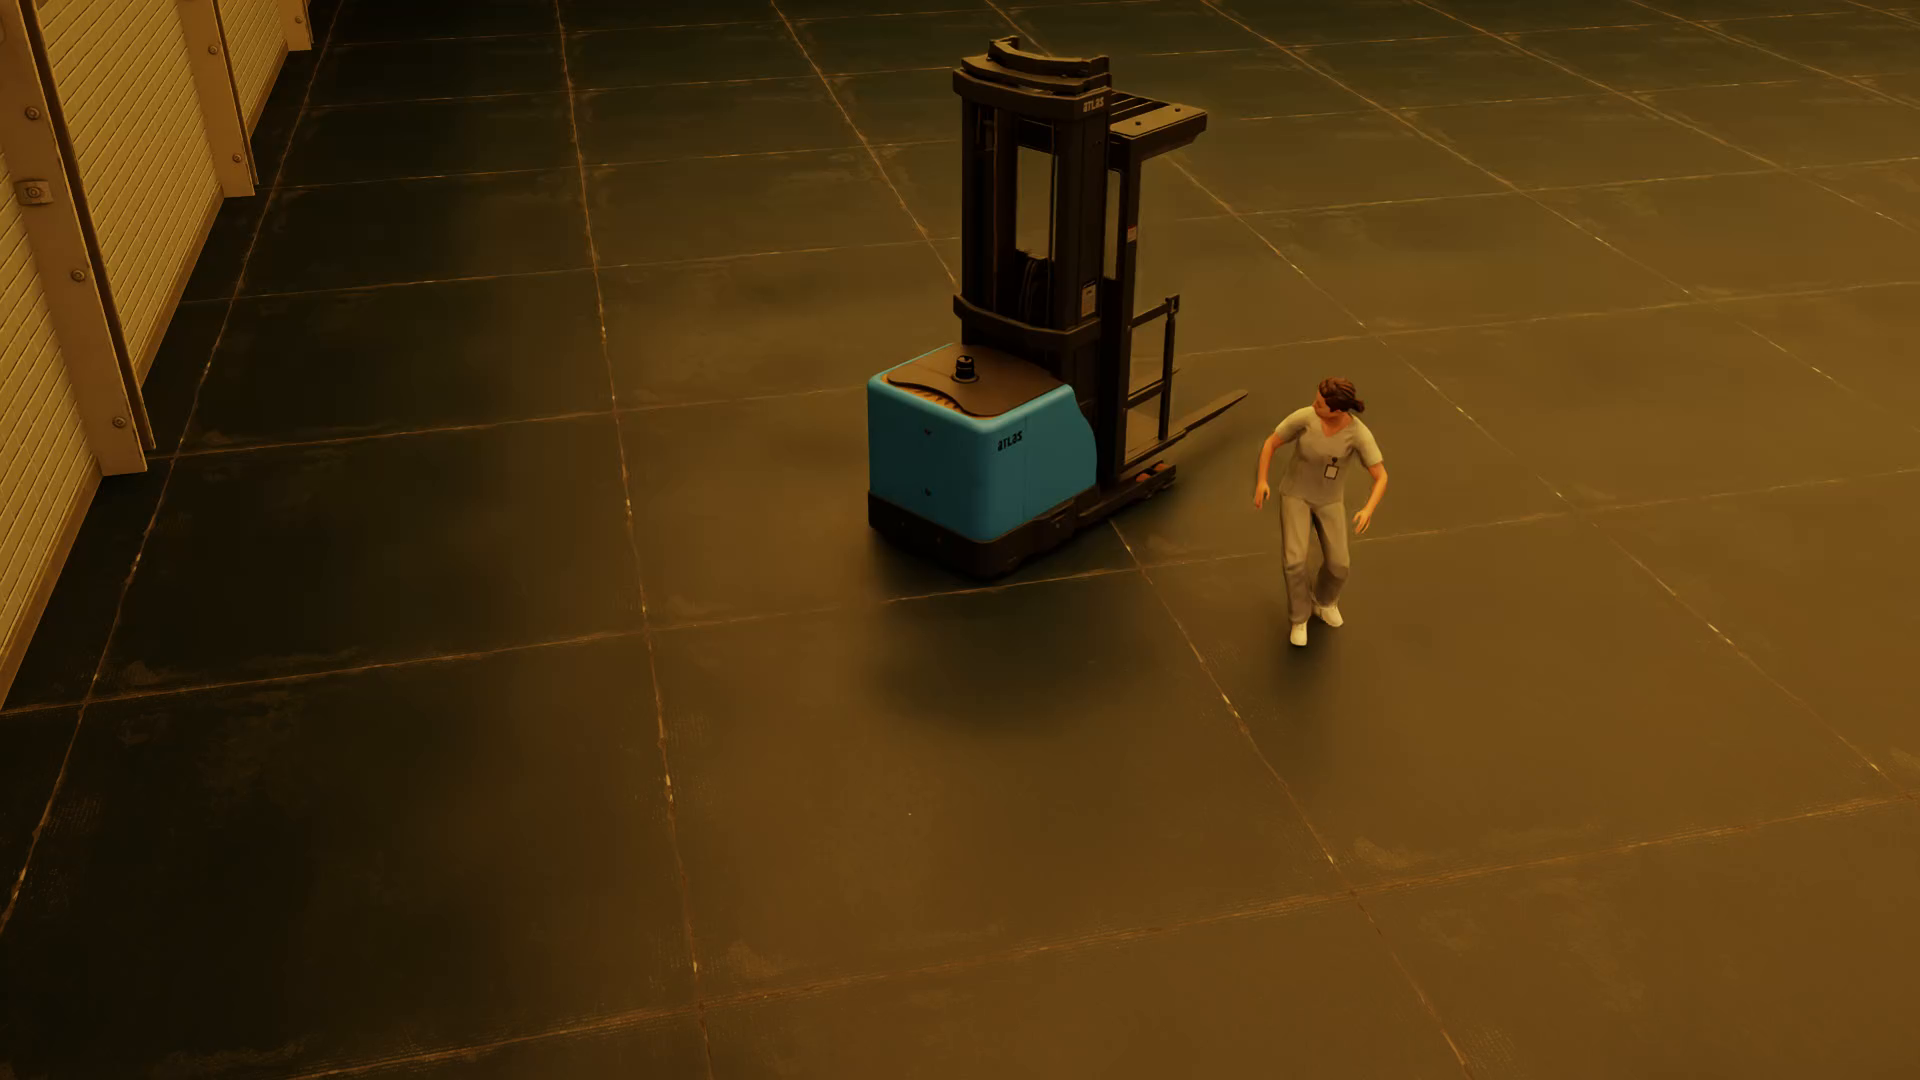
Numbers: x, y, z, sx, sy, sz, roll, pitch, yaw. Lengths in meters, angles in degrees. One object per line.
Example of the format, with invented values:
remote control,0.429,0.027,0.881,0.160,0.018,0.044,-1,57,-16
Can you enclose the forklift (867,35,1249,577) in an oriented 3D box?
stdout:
forklift,0.792,-1.695,10.502,1.130,2.935,3.031,25,38,36

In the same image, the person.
person,1.977,-0.153,9.206,0.699,1.566,0.659,5,30,8
